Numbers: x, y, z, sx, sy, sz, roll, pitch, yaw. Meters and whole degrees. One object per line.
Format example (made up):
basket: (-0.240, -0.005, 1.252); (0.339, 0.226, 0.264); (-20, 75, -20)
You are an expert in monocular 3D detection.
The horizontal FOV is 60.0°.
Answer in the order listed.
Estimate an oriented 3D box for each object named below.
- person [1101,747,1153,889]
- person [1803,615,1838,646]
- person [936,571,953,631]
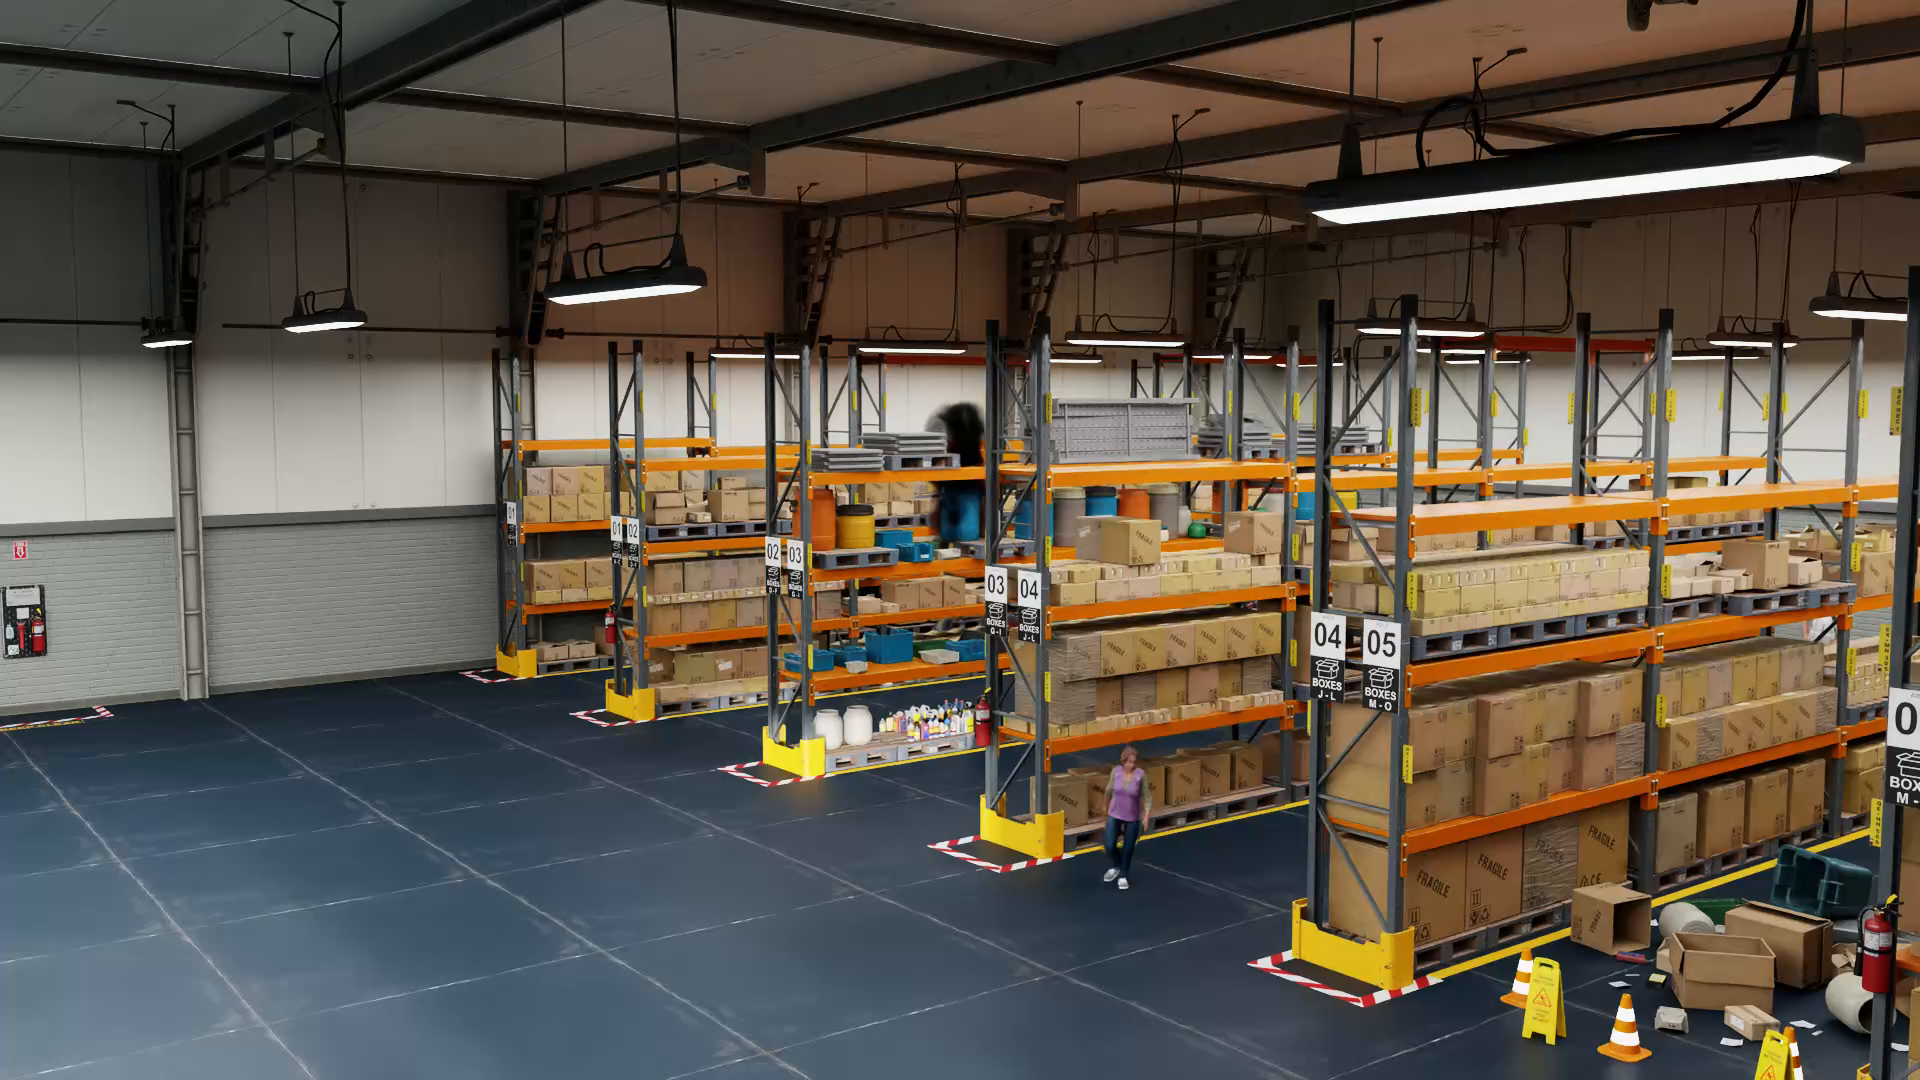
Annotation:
person: (1.720, 2.888, 17.212); (0.545, 1.542, 0.603); (1, 5, 8)
person: (15.037, 1.773, 28.922); (0.710, 1.719, 0.562); (3, 6, 29)
person: (-0.269, 1.450, 32.708); (0.831, 1.745, 0.558); (-3, 6, -30)
